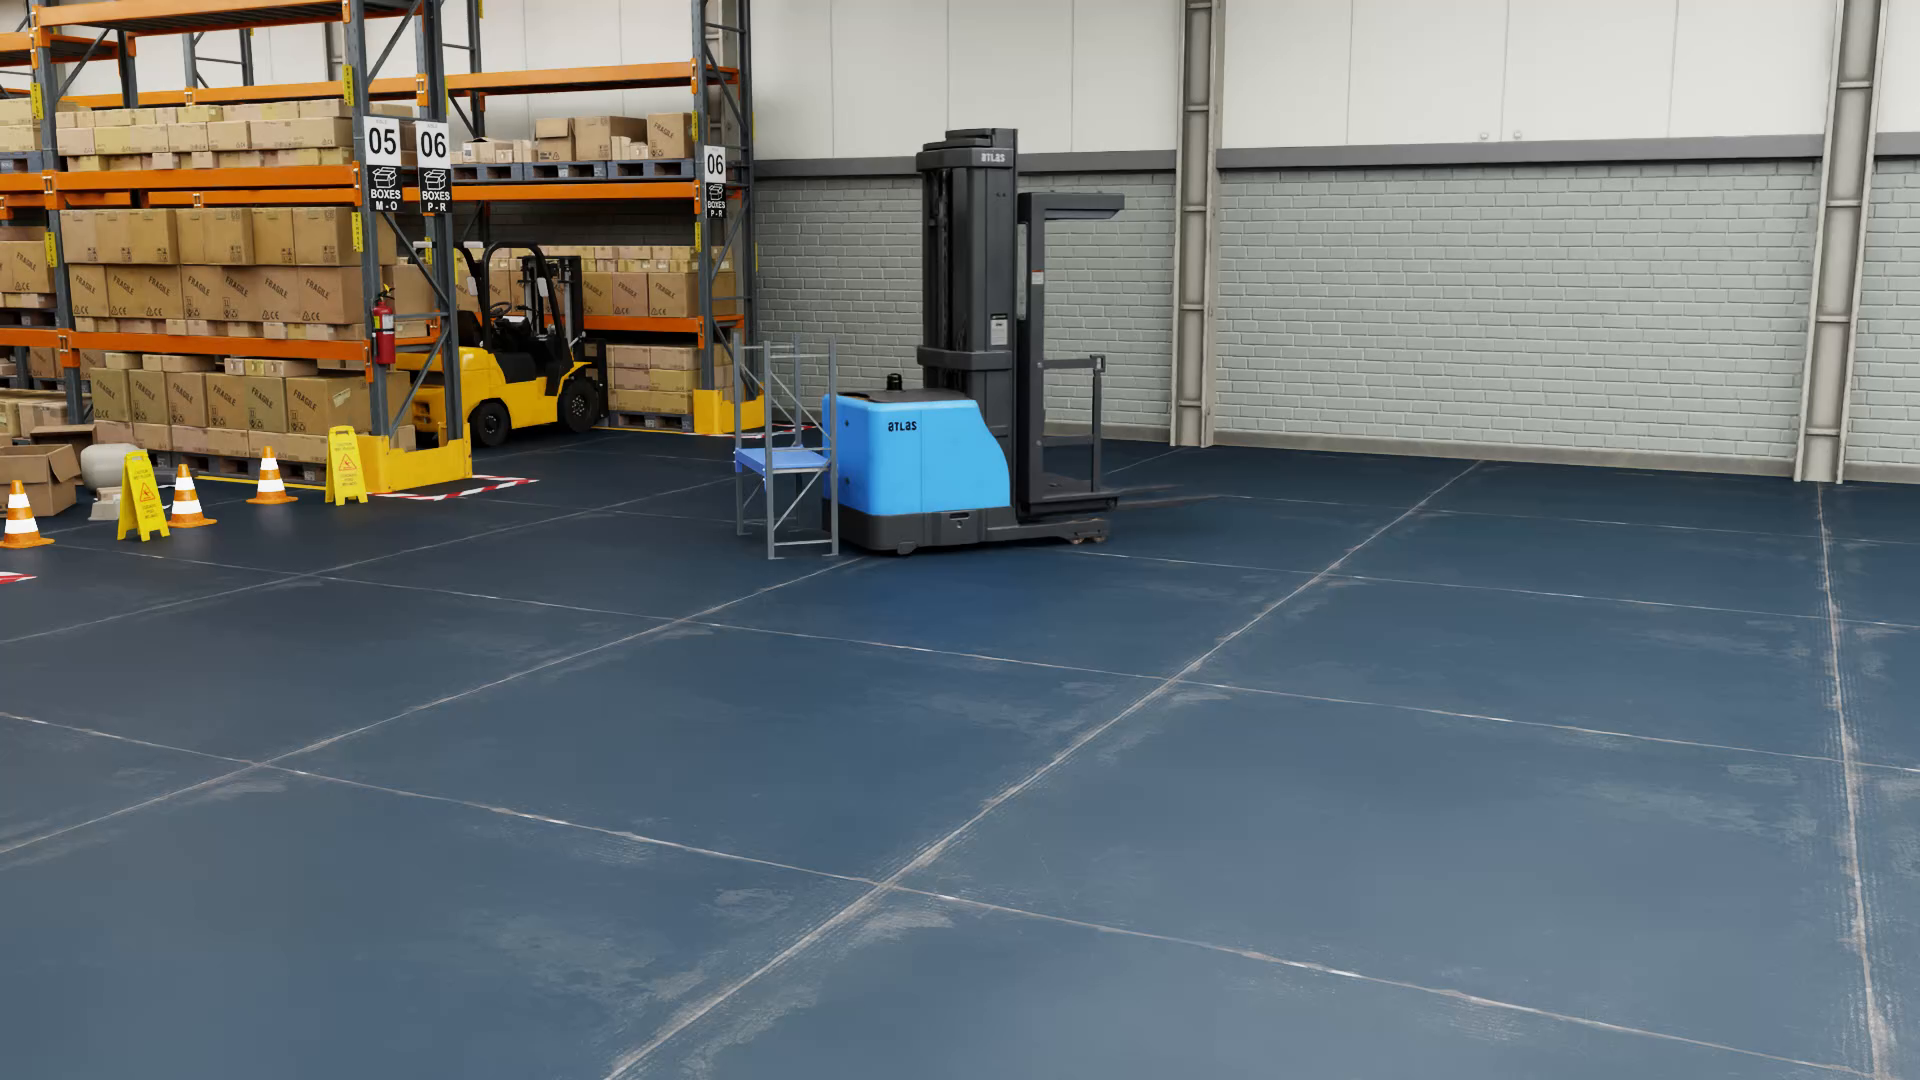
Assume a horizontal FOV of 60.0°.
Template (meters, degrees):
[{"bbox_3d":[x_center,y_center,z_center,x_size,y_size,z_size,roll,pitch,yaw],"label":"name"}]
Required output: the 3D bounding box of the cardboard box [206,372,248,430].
[{"bbox_3d":[-6.608,-1.304,15.449,0.500,0.500,0.500,5,11,24],"label":"cardboard box"}]

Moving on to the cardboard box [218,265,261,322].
[{"bbox_3d":[-6.358,-2.253,15.140,0.500,0.500,0.500,5,11,26],"label":"cardboard box"}]

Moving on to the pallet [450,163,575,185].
[{"bbox_3d":[-5.473,-4.456,20.255,1.213,0.211,1.003,5,11,26],"label":"pallet"}]

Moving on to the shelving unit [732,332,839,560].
[{"bbox_3d":[-1.259,-0.703,11.906,0.538,1.500,1.048,-4,11,-19],"label":"shelving unit"}]

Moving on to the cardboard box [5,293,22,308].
[{"bbox_3d":[-9.255,-2.397,16.577,0.250,0.149,0.380,5,11,24],"label":"cardboard box"}]

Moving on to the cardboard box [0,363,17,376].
[{"bbox_3d":[-14.054,-2.518,24.546,0.250,0.149,0.380,5,11,24],"label":"cardboard box"}]

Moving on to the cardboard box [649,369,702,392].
[{"bbox_3d":[-3.237,-1.860,19.220,0.500,0.250,0.500,5,11,25],"label":"cardboard box"}]

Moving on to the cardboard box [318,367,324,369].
[{"bbox_3d":[-6.395,-1.392,15.934,0.500,0.500,0.500,5,12,27],"label":"cardboard box"}]

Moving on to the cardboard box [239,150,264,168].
[{"bbox_3d":[-6.202,-3.398,14.864,0.250,0.149,0.380,5,11,25],"label":"cardboard box"}]

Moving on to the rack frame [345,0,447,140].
[{"bbox_3d":[-4.856,-4.930,14.205,0.127,3.000,1.000,5,11,26],"label":"rack frame"}]

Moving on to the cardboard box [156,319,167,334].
[{"bbox_3d":[-7.342,-2.025,15.703,0.250,0.149,0.380,5,11,26],"label":"cardboard box"}]

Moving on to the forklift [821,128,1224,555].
[{"bbox_3d":[0.534,-1.497,12.271,3.031,2.935,1.130,-5,11,-26],"label":"forklift"}]

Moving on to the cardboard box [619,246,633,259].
[{"bbox_3d":[-3.749,-3.343,19.342,0.250,0.149,0.380,5,11,26],"label":"cardboard box"}]

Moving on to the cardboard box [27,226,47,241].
[{"bbox_3d":[-9.728,-3.178,17.249,0.250,0.149,0.380,6,12,29],"label":"cardboard box"}]

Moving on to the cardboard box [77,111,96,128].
[{"bbox_3d":[-8.059,-3.946,15.652,0.250,0.149,0.380,5,12,28],"label":"cardboard box"}]

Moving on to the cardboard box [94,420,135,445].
[{"bbox_3d":[-8.033,-1.058,16.193,0.500,0.250,0.500,4,11,23],"label":"cardboard box"}]

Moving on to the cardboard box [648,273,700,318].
[{"bbox_3d":[-3.220,-2.818,19.095,0.500,0.500,0.500,5,11,25],"label":"cardboard box"}]

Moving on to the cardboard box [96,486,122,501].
[{"bbox_3d":[-6.924,-0.356,13.781,0.380,0.149,0.250,-7,12,-33],"label":"cardboard box"}]

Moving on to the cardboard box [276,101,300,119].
[{"bbox_3d":[-5.741,-3.746,14.551,0.250,0.149,0.380,5,11,25],"label":"cardboard box"}]

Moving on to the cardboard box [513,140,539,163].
[{"bbox_3d":[-5.053,-4.587,19.647,0.258,0.266,0.396,5,11,24],"label":"cardboard box"}]

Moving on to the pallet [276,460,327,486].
[{"bbox_3d":[-5.637,-0.682,15.405,1.213,0.211,1.003,5,11,26],"label":"pallet"}]

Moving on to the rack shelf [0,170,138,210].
[{"bbox_3d":[-10.236,-3.573,17.148,4.000,0.370,1.077,5,11,26],"label":"rack shelf"}]

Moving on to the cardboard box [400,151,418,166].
[{"bbox_3d":[-5.009,-3.409,14.925,0.250,0.149,0.380,5,11,26],"label":"cardboard box"}]

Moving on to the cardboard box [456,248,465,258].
[{"bbox_3d":[-6.095,-3.529,20.369,0.250,0.149,0.380,5,12,27],"label":"cardboard box"}]

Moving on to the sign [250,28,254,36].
[{"bbox_3d":[-9.595,-6.980,22.464,0.005,0.325,0.100,5,11,26],"label":"sign"}]

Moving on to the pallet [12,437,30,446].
[{"bbox_3d":[-9.142,-0.983,17.067,1.213,0.211,1.003,5,11,26],"label":"pallet"}]

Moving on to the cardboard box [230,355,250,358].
[{"bbox_3d":[-9.284,-2.389,22.495,0.625,0.625,0.875,5,12,28],"label":"cardboard box"}]

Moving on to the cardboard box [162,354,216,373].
[{"bbox_3d":[-7.243,-1.665,15.624,0.250,0.149,0.380,6,12,29],"label":"cardboard box"}]

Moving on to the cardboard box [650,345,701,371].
[{"bbox_3d":[-3.214,-2.104,19.165,0.500,0.250,0.500,5,12,28],"label":"cardboard box"}]

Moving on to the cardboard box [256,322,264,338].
[{"bbox_3d":[-6.194,-1.934,15.199,0.250,0.149,0.380,5,11,27],"label":"cardboard box"}]

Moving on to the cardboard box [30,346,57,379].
[{"bbox_3d":[-13.090,-2.620,24.122,0.500,0.500,0.500,6,12,28],"label":"cardboard box"}]

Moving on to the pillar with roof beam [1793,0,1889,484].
[{"bbox_3d":[5.968,-4.289,10.662,0.400,9.000,9.100,5,11,26],"label":"pillar with roof beam"}]

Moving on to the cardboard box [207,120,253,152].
[{"bbox_3d":[-6.352,-3.604,14.886,0.500,0.250,0.500,5,12,27],"label":"cardboard box"}]

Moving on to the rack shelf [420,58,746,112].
[{"bbox_3d":[-4.456,-5.330,19.557,4.000,0.370,1.077,5,11,26],"label":"rack shelf"}]

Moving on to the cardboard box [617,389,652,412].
[{"bbox_3d":[-3.666,-1.652,19.479,0.500,0.250,0.500,5,11,26],"label":"cardboard box"}]

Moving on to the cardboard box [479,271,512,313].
[{"bbox_3d":[-5.493,-3.021,20.218,0.500,0.500,0.500,5,12,27],"label":"cardboard box"}]

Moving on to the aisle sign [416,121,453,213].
[{"bbox_3d":[-4.663,-3.302,14.754,0.004,0.787,0.394,5,11,26],"label":"aisle sign"}]

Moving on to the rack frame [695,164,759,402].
[{"bbox_3d":[-2.663,-2.771,19.121,0.127,3.000,1.000,5,11,26],"label":"rack frame"}]

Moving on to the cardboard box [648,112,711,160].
[{"bbox_3d":[-3.167,-4.549,18.776,0.500,0.500,0.500,5,12,28],"label":"cardboard box"}]

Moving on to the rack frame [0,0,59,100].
[{"bbox_3d":[-13.424,-6.669,23.811,0.127,3.000,1.000,5,11,26],"label":"rack frame"}]

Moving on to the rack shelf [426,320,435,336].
[{"bbox_3d":[-8.043,-2.890,21.797,4.000,0.370,1.077,5,11,26],"label":"rack shelf"}]

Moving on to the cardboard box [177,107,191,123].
[{"bbox_3d":[-6.874,-3.852,15.136,0.250,0.149,0.380,5,12,27],"label":"cardboard box"}]

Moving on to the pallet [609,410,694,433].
[{"bbox_3d":[-3.367,-1.453,19.665,1.213,0.211,1.003,5,11,26],"label":"pallet"}]

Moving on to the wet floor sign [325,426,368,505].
[{"bbox_3d":[-5.159,-0.634,13.922,0.267,0.644,0.232,-10,14,-43],"label":"wet floor sign"}]

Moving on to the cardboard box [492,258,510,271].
[{"bbox_3d":[-5.413,-3.320,20.052,0.250,0.149,0.380,5,12,27],"label":"cardboard box"}]

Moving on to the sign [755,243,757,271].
[{"bbox_3d":[-2.412,-3.325,19.524,0.005,0.325,0.100,5,11,26],"label":"sign"}]

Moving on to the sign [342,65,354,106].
[{"bbox_3d":[-5.119,-3.803,13.912,0.005,0.325,0.100,5,11,26],"label":"sign"}]

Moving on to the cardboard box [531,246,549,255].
[{"bbox_3d":[-4.905,-3.440,19.878,0.250,0.149,0.380,5,11,26],"label":"cardboard box"}]

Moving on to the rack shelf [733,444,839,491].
[{"bbox_3d":[-1.259,-0.526,11.938,0.538,0.185,1.000,-4,11,-19],"label":"rack shelf"}]

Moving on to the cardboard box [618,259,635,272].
[{"bbox_3d":[-3.763,-3.189,19.328,0.250,0.149,0.380,5,11,25],"label":"cardboard box"}]

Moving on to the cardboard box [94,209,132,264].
[{"bbox_3d":[-7.696,-2.868,15.732,0.500,0.500,0.700,5,11,26],"label":"cardboard box"}]

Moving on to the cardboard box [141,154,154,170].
[{"bbox_3d":[-7.349,-3.502,15.440,0.250,0.149,0.380,5,11,24],"label":"cardboard box"}]

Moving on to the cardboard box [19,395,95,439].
[{"bbox_3d":[-8.914,-1.248,16.904,0.625,0.372,0.950,5,11,27],"label":"cardboard box"}]

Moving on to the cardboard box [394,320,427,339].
[{"bbox_3d":[-5.069,-1.915,15.092,0.250,0.149,0.380,5,11,26],"label":"cardboard box"}]

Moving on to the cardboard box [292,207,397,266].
[{"bbox_3d":[-5.410,-2.671,14.644,0.500,0.500,0.700,5,11,24],"label":"cardboard box"}]

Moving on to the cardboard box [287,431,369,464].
[{"bbox_3d":[-5.721,-0.855,15.072,0.500,0.250,0.500,5,11,26],"label":"cardboard box"}]
